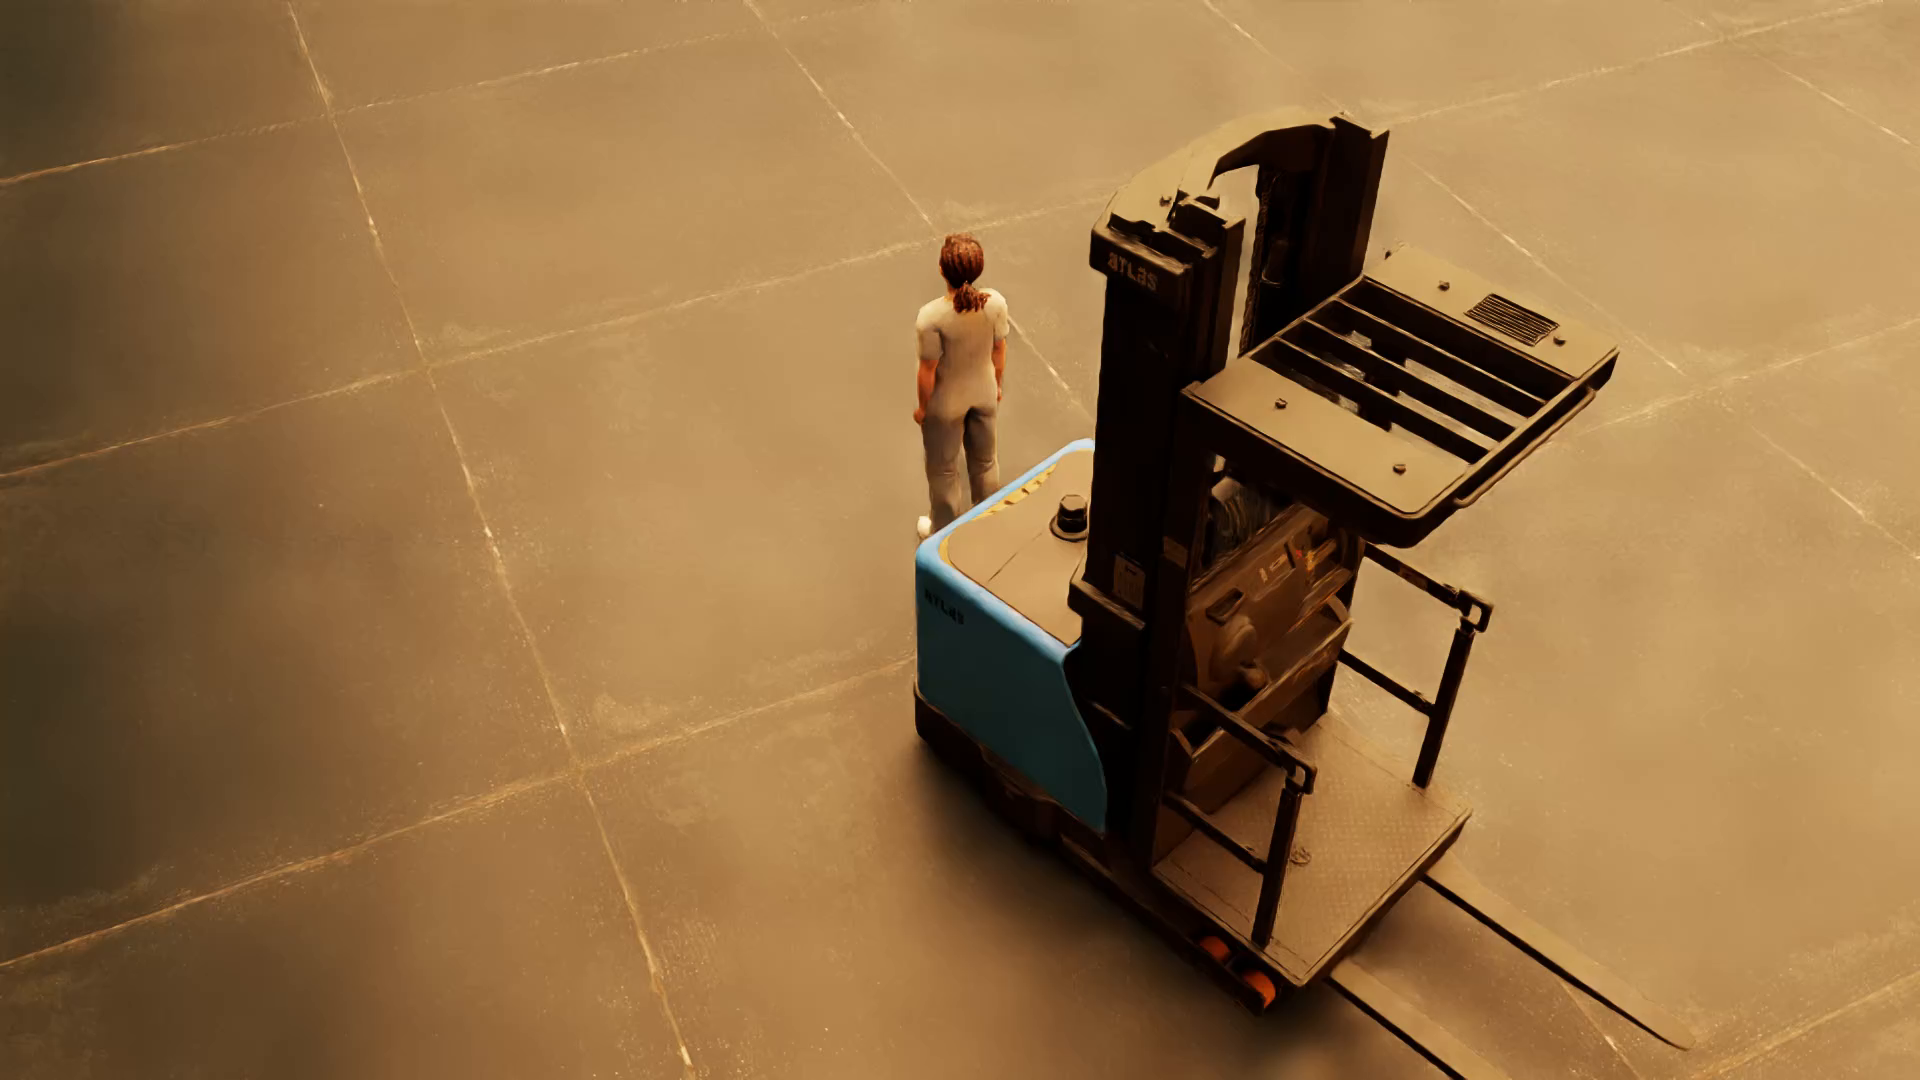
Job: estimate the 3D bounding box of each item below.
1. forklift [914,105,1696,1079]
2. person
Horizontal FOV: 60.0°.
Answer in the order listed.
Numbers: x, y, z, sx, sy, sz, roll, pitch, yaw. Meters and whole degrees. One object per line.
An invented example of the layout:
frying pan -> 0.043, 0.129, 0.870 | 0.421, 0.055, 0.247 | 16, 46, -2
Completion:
forklift -> 1.210, 0.225, 5.440 | 1.130, 2.935, 3.031 | -34, 53, -31
person -> -0.005, -0.616, 7.263 | 0.432, 1.673, 0.365 | -18, 46, -18
